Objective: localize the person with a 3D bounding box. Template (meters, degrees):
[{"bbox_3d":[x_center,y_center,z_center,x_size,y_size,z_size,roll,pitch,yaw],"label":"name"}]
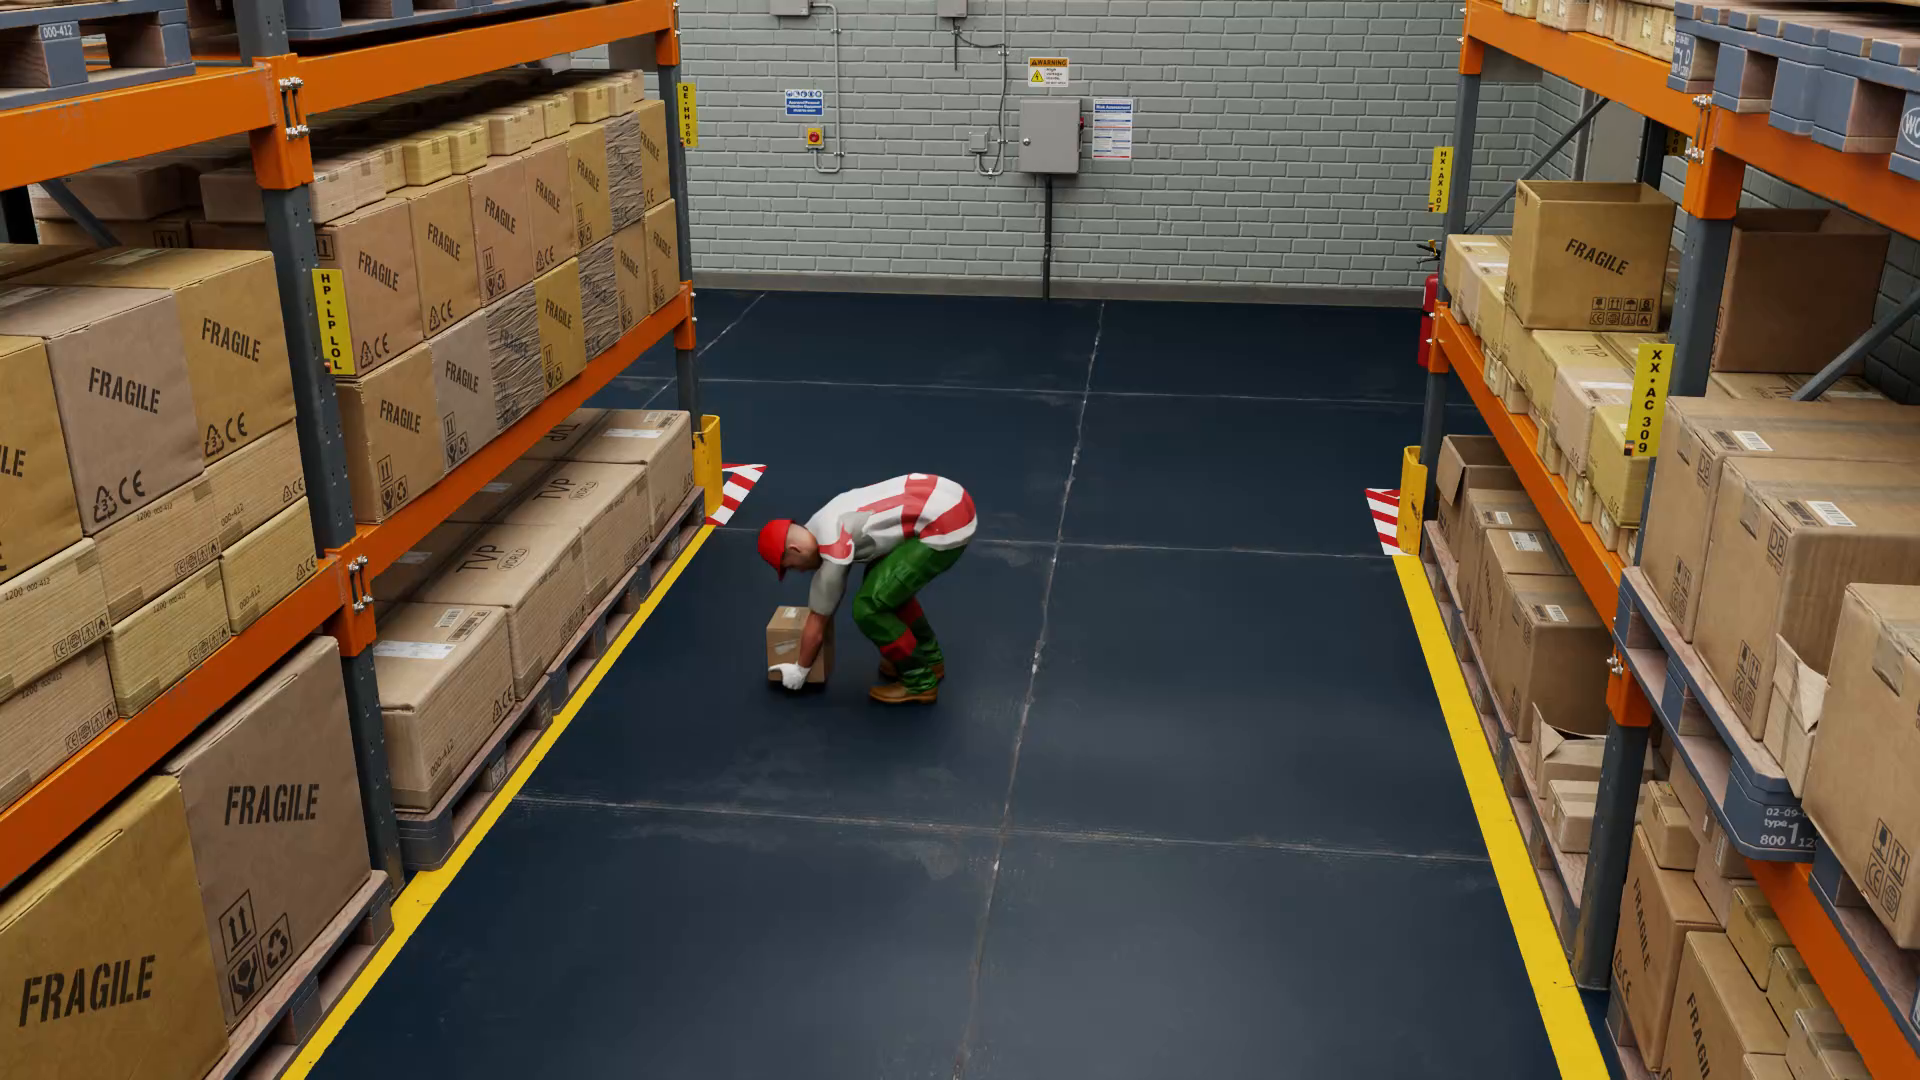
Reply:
[{"bbox_3d":[-0.300,-0.181,7.022,0.567,1.785,0.495,2,21,6],"label":"person"}]
